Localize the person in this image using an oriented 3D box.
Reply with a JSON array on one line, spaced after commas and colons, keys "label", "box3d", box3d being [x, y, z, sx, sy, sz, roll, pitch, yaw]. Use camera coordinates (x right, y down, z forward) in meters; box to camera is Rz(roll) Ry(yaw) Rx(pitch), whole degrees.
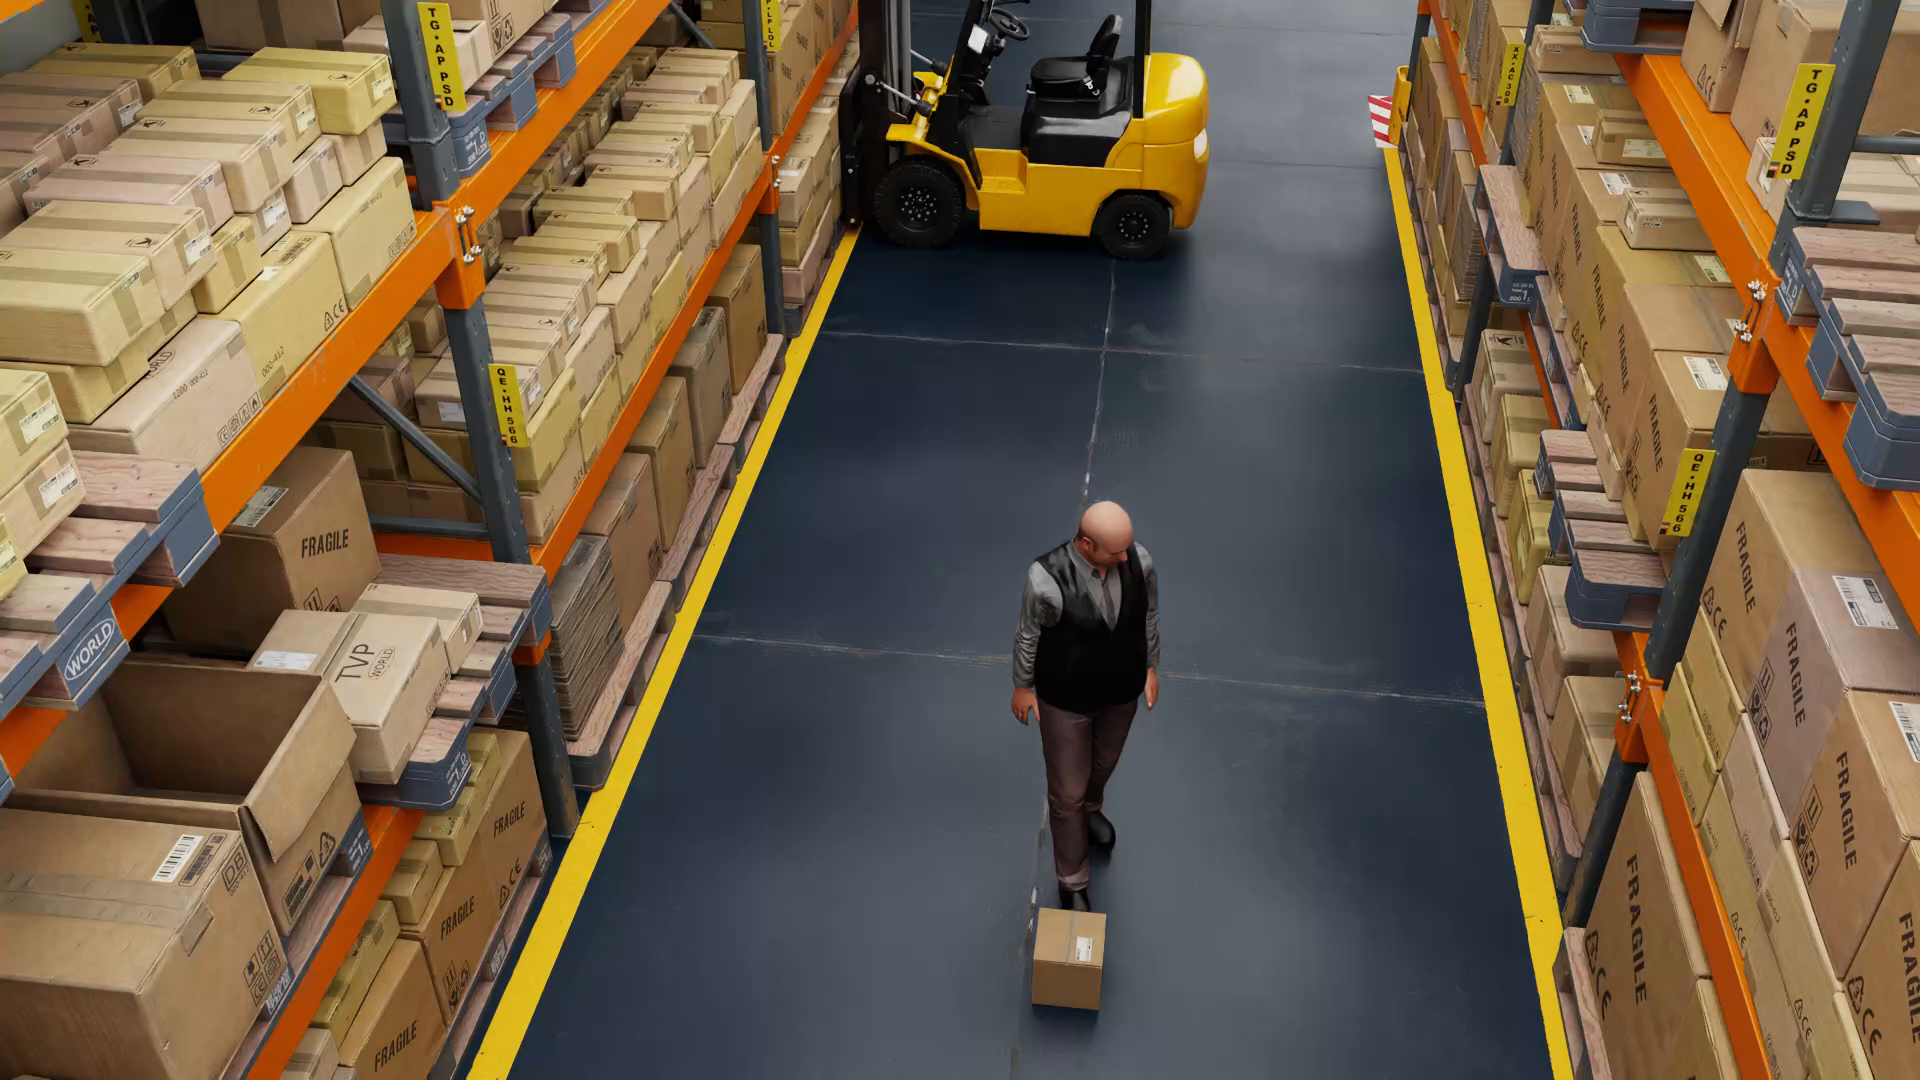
[{"label": "person", "box3d": [0.536, 0.617, 6.186, 0.573, 1.696, 0.715, -14, 38, -18]}]
